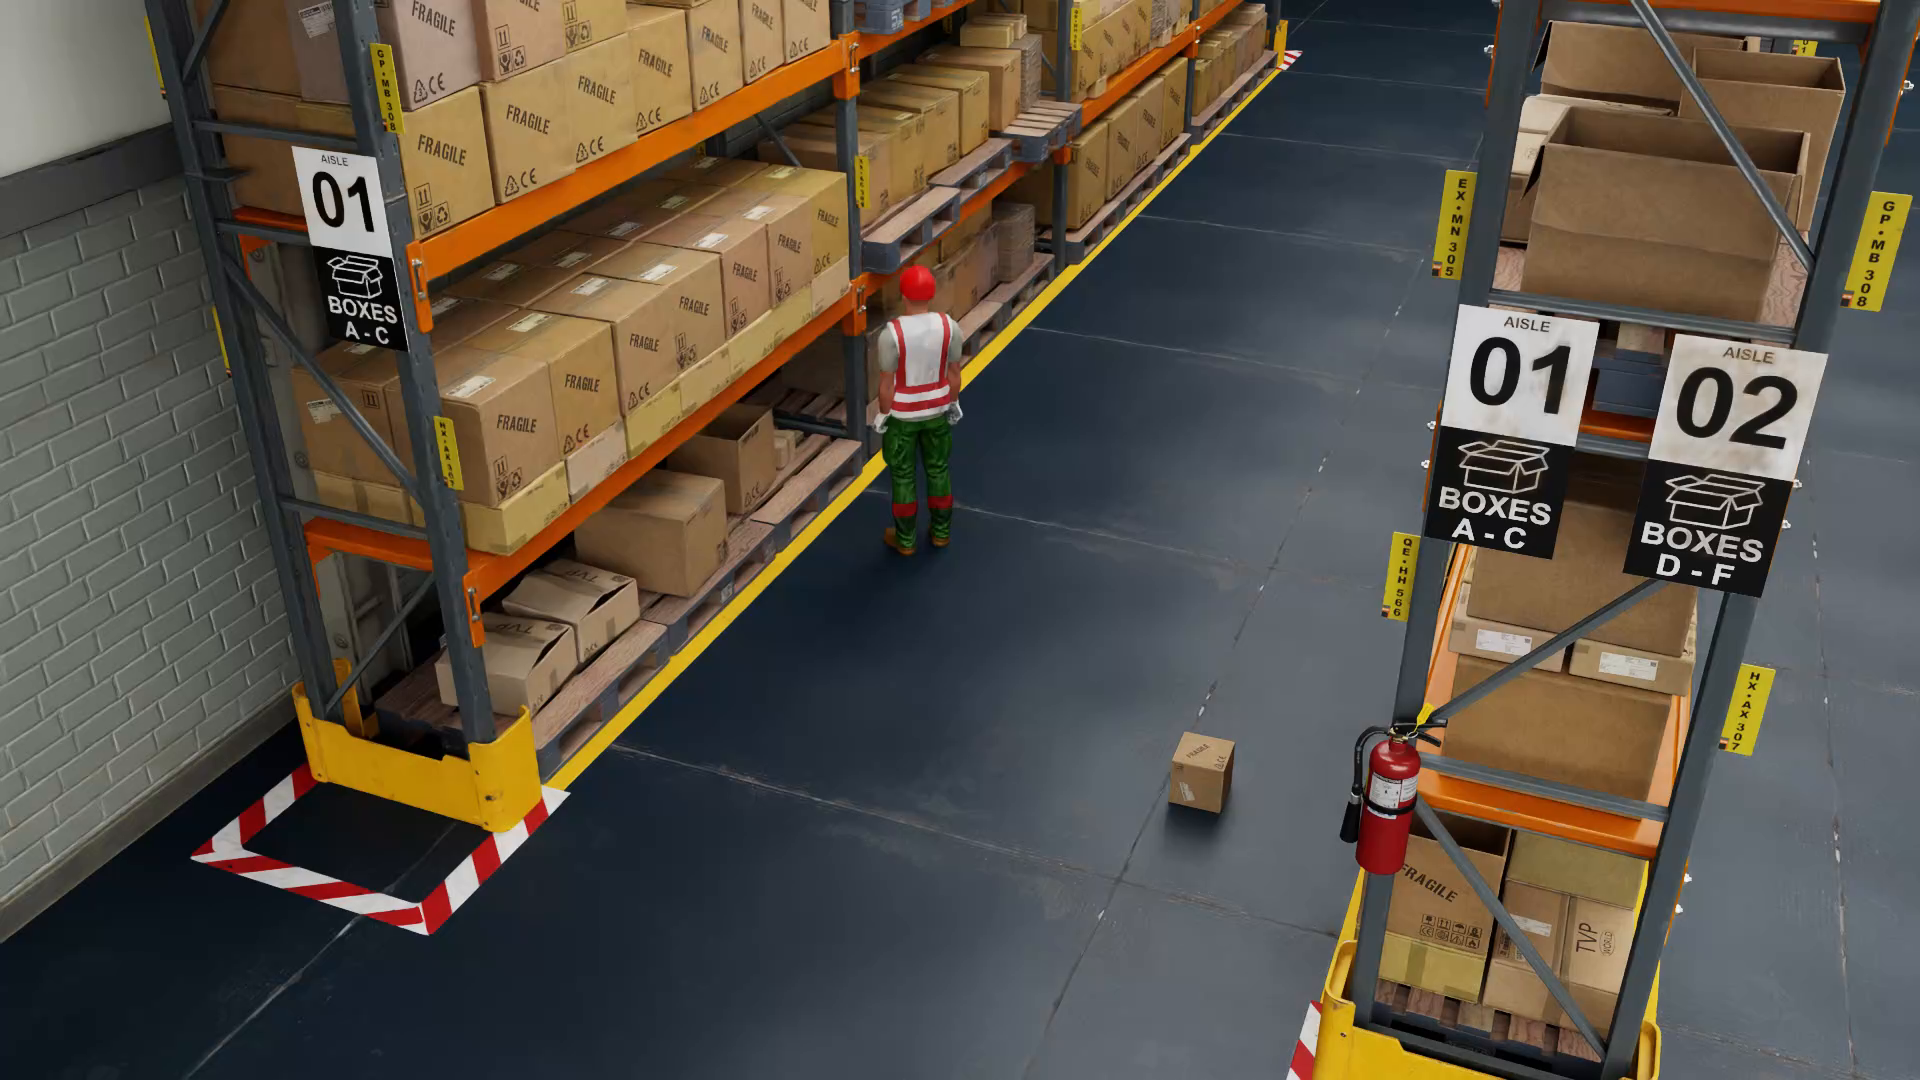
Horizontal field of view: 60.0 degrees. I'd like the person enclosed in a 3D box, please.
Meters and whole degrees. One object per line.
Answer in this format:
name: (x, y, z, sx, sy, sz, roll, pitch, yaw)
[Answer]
person: (-0.256, -0.763, 9.728, 0.546, 1.796, 0.370, -11, 31, -18)
